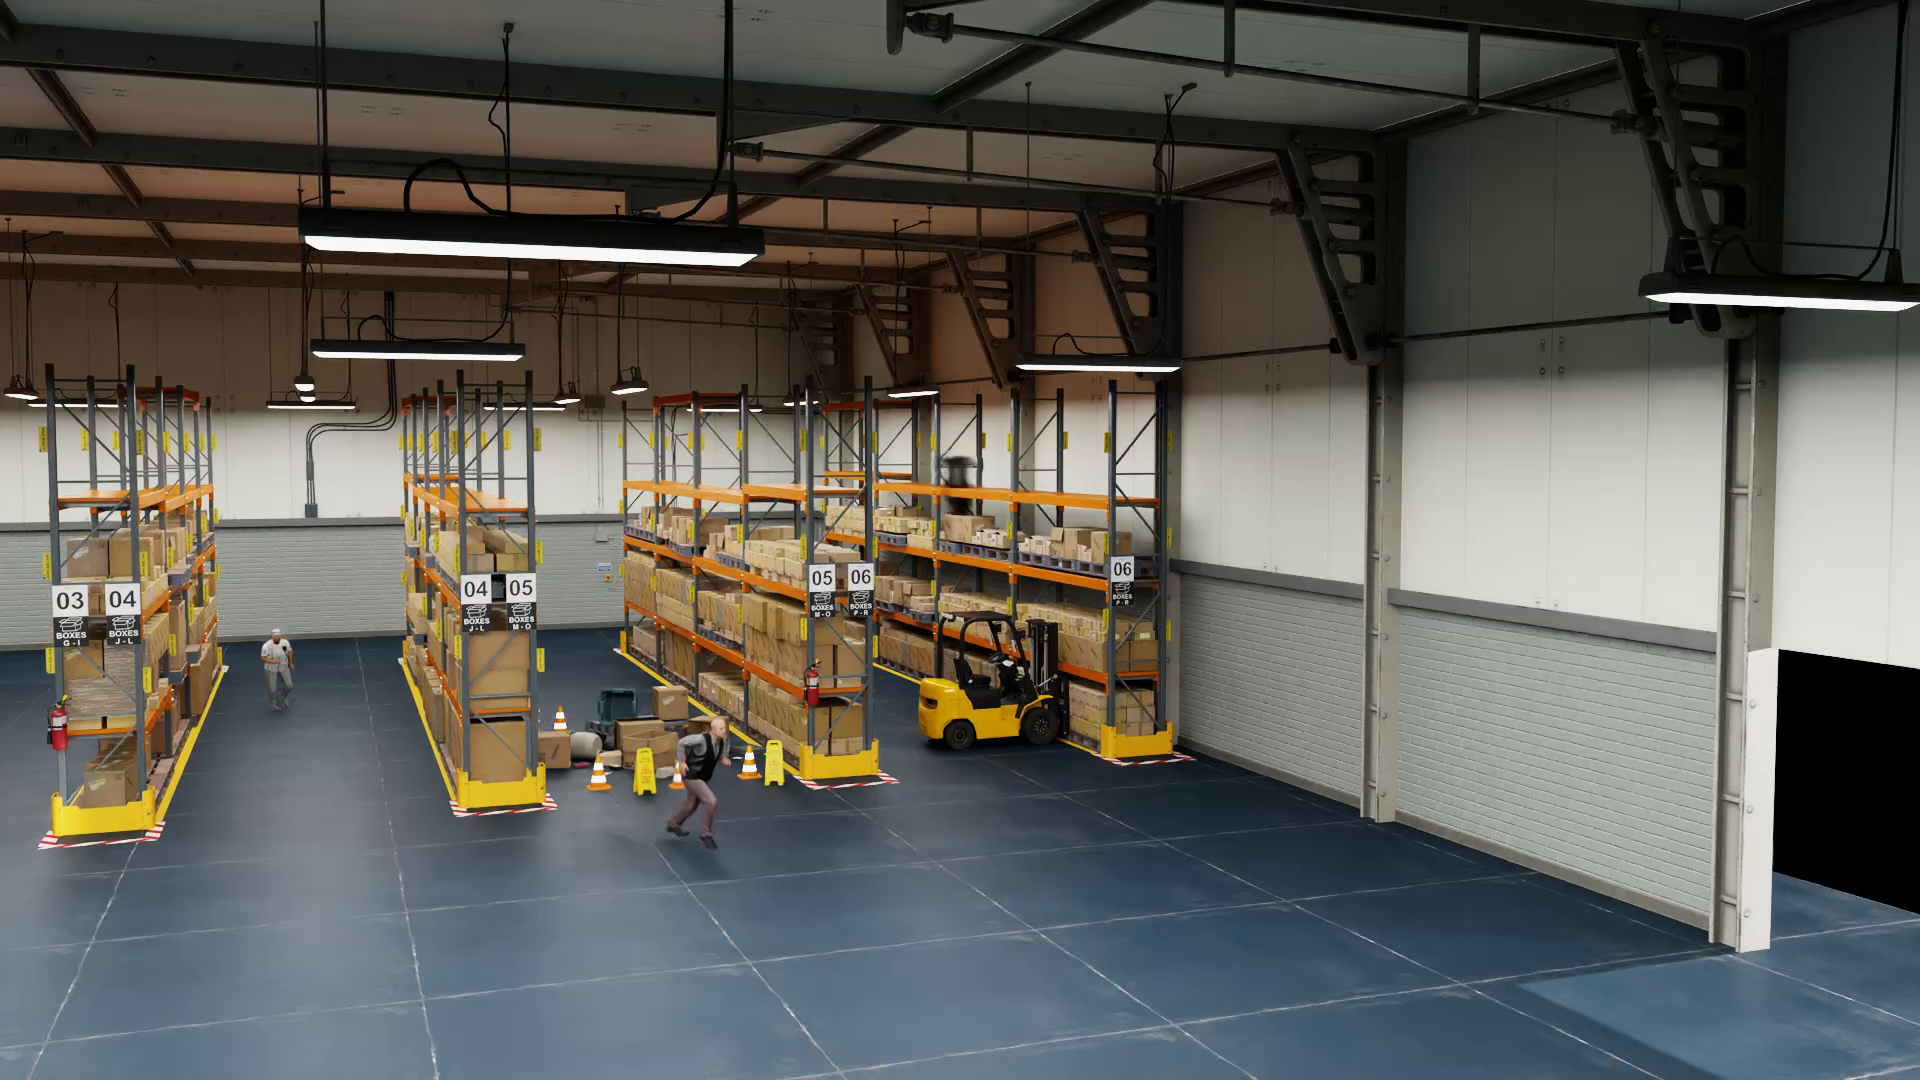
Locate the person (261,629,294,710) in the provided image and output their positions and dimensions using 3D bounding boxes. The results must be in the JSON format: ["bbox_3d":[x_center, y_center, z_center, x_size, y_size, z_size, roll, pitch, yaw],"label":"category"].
[{"bbox_3d":[-12.720,2.417,31.008,0.612,1.567,0.815,-2,4,-34],"label":"person"}]

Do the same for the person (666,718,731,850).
[{"bbox_3d":[-3.277,3.015,20.618,0.993,1.670,0.697,2,4,30],"label":"person"}]
